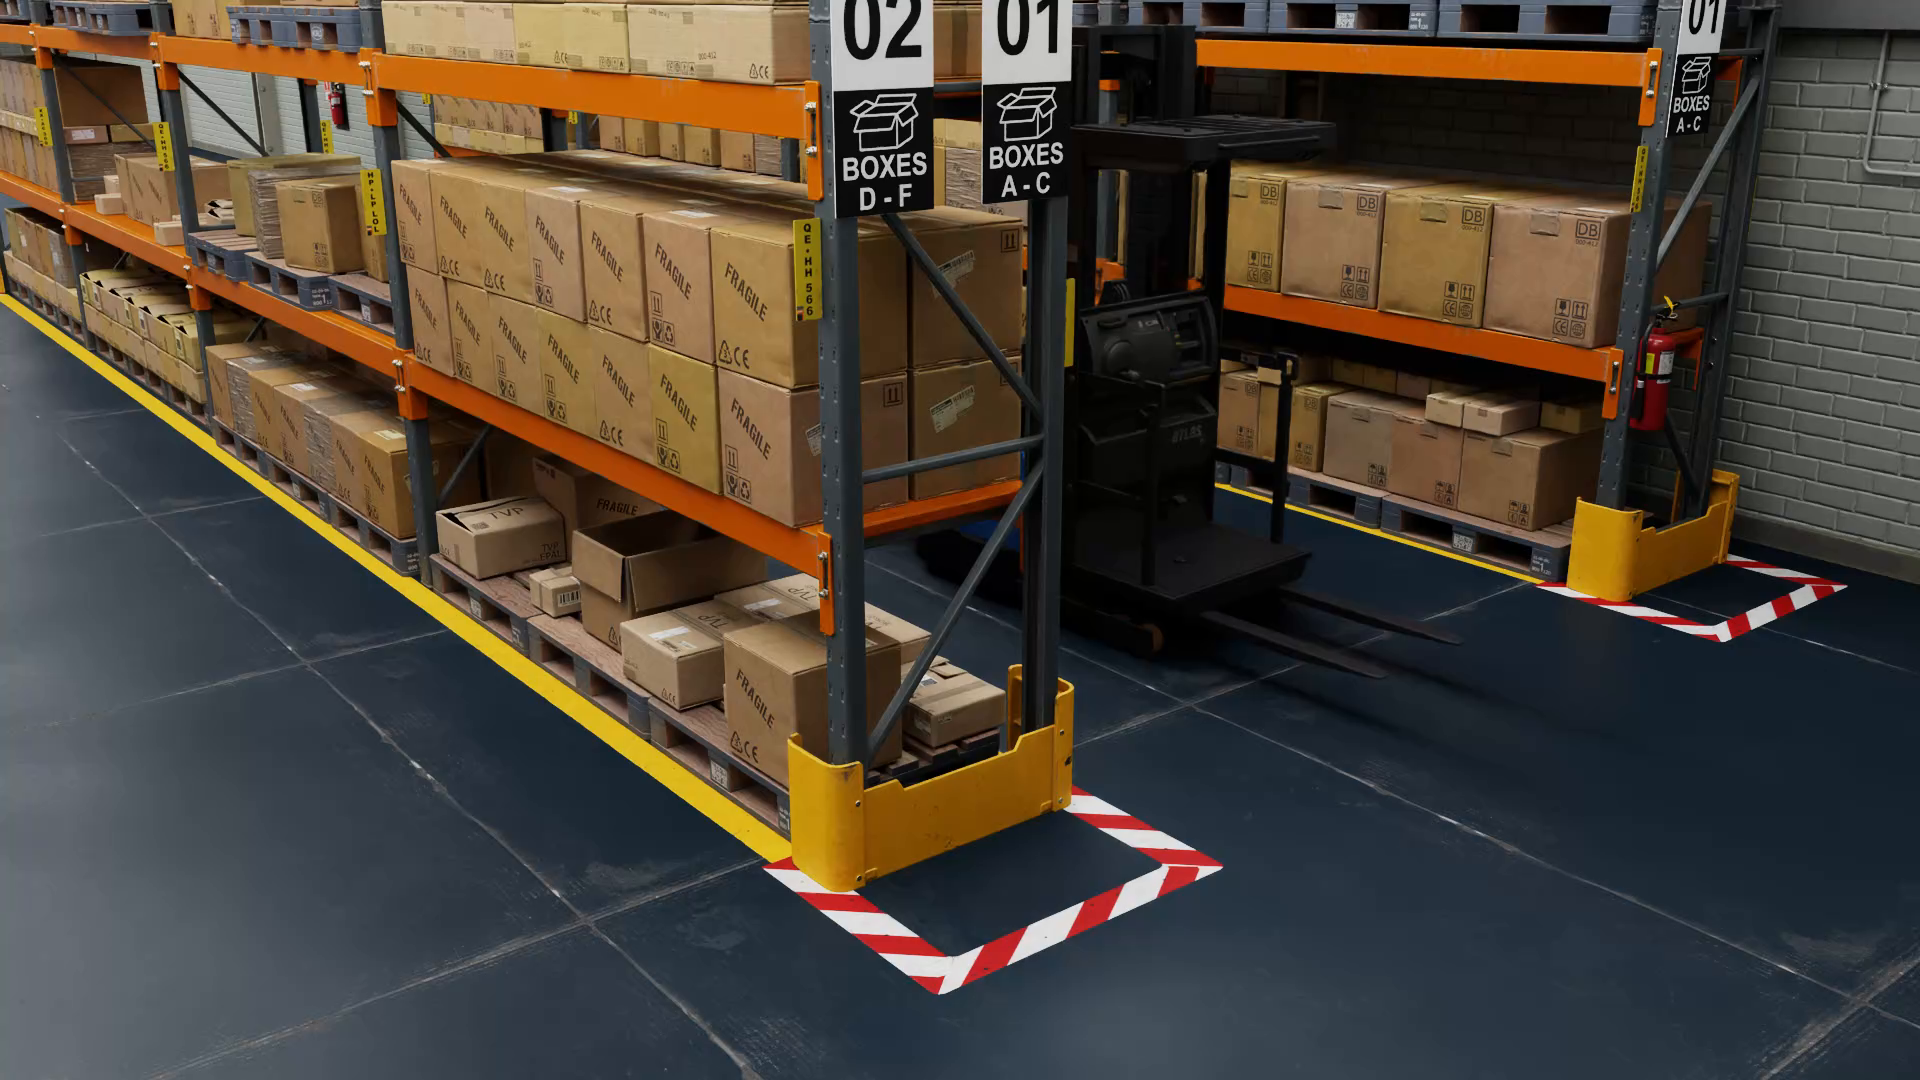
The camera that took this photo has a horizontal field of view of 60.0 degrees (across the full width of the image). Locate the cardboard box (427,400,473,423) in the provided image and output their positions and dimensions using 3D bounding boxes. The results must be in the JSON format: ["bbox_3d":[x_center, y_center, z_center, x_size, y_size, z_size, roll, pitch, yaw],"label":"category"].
[{"bbox_3d":[-2.977,-0.582,10.125,0.500,0.500,0.500,-14,23,-35],"label":"cardboard box"}]

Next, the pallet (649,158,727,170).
[{"bbox_3d":[-2.391,-3.606,16.285,1.003,0.211,1.213,-14,23,-36],"label":"pallet"}]

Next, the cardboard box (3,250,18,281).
[{"bbox_3d":[-9.820,-2.939,17.673,0.500,0.250,0.500,-14,23,-36],"label":"cardboard box"}]

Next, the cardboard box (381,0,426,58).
[{"bbox_3d":[-2.420,-2.448,7.951,0.500,0.250,0.500,-14,23,-36],"label":"cardboard box"}]

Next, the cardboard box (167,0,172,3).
[{"bbox_3d":[-5.337,-3.902,11.674,0.500,0.250,0.500,-16,24,-40],"label":"cardboard box"}]

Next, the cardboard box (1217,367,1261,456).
[{"bbox_3d":[2.047,-0.915,11.164,0.700,0.500,0.500,-14,23,-37],"label":"cardboard box"}]

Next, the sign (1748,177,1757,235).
[{"bbox_3d":[4.276,-1.801,9.027,0.100,0.325,0.005,-14,23,-36],"label":"sign"}]

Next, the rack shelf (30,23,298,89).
[{"bbox_3d":[-6.253,-3.825,13.014,1.077,0.370,4.000,-14,23,-36],"label":"rack shelf"}]

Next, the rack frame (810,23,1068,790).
[{"bbox_3d":[-0.044,-0.278,5.930,1.000,3.000,0.127,-14,23,-36],"label":"rack frame"}]

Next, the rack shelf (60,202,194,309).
[{"bbox_3d":[-6.253,-2.401,13.485,1.077,0.370,4.000,-14,23,-36],"label":"rack shelf"}]

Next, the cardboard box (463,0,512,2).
[{"bbox_3d":[-1.807,-2.437,7.122,0.500,0.250,0.500,-14,23,-36],"label":"cardboard box"}]

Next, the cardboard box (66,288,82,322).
[{"bbox_3d":[-7.954,-2.201,15.443,0.500,0.250,0.500,-14,23,-36],"label":"cardboard box"}]

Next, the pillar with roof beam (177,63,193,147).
[{"bbox_3d":[-19.535,-11.628,30.663,9.100,9.000,0.400,-14,23,-36],"label":"pillar with roof beam"}]

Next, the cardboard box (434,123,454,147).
[{"bbox_3d":[-6.043,-4.944,20.230,0.500,0.250,0.500,-15,23,-38],"label":"cardboard box"}]

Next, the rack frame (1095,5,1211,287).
[{"bbox_3d":[1.353,-2.231,11.830,1.000,3.000,0.127,-14,23,-36],"label":"rack frame"}]

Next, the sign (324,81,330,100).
[{"bbox_3d":[-10.477,-7.453,27.542,0.001,0.329,0.234,-14,23,-36],"label":"sign"}]

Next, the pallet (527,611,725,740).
[{"bbox_3d":[-1.340,0.530,7.925,1.003,0.211,1.213,-14,23,-36],"label":"pallet"}]

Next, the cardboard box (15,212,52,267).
[{"bbox_3d":[-9.187,-3.052,16.820,0.500,0.500,0.500,-14,23,-36],"label":"cardboard box"}]

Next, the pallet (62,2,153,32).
[{"bbox_3d":[-6.199,-4.008,12.725,1.003,0.211,1.213,-13,22,-34],"label":"pallet"}]

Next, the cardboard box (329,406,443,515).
[{"bbox_3d":[-3.359,-0.475,9.802,0.500,0.500,0.500,-14,23,-36],"label":"cardboard box"}]

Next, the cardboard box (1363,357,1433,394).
[{"bbox_3d":[2.770,-1.040,10.507,0.380,0.149,0.250,-14,23,-36],"label":"cardboard box"}]

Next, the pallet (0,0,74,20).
[{"bbox_3d":[-8.045,-4.822,15.022,1.003,0.211,1.213,-14,23,-36],"label":"pallet"}]

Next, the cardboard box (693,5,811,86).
[{"bbox_3d":[-0.570,-1.706,5.709,0.500,0.250,0.500,-14,23,-36],"label":"cardboard box"}]

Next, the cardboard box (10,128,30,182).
[{"bbox_3d":[-9.065,-3.899,16.705,0.700,0.500,0.500,-14,23,-36],"label":"cardboard box"}]

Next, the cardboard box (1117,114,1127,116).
[{"bbox_3d":[0.942,-3.077,12.527,0.500,0.250,0.500,-14,23,-35],"label":"cardboard box"}]

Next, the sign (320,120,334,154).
[{"bbox_3d":[-4.592,-2.870,12.041,0.100,0.325,0.005,-14,23,-36],"label":"sign"}]

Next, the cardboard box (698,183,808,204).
[{"bbox_3d":[-0.750,-1.213,7.003,0.500,0.500,0.500,-14,23,-35],"label":"cardboard box"}]

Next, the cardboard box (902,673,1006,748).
[{"bbox_3d":[-0.035,0.696,6.824,0.380,0.149,0.250,-14,23,-36],"label":"cardboard box"}]

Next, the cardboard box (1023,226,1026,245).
[{"bbox_3d":[0.621,-2.280,12.344,0.380,0.149,0.250,-13,22,-34],"label":"cardboard box"}]

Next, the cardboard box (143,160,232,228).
[{"bbox_3d":[-6.066,-2.707,13.107,0.500,0.500,0.500,-16,24,-39],"label":"cardboard box"}]

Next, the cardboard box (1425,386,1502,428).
[{"bbox_3d":[2.942,-0.778,9.718,0.380,0.149,0.250,-13,22,-35],"label":"cardboard box"}]

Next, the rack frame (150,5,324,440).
[{"bbox_3d":[-5.011,-2.249,11.884,1.000,3.000,0.127,-14,23,-36],"label":"rack frame"}]

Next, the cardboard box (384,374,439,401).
[{"bbox_3d":[-3.258,-1.055,10.361,0.500,0.250,0.500,-14,23,-36],"label":"cardboard box"}]

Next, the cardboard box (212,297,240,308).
[{"bbox_3d":[-5.754,-1.850,13.491,0.500,0.311,0.500,-15,23,-38],"label":"cardboard box"}]

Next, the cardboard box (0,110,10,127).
[{"bbox_3d":[-9.429,-4.248,16.730,0.380,0.149,0.250,-14,23,-37],"label":"cardboard box"}]

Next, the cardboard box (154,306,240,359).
[{"bbox_3d":[-5.857,-1.617,12.789,0.500,0.311,0.500,-14,23,-37],"label":"cardboard box"}]

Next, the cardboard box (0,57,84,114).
[{"bbox_3d":[-9.021,-4.501,16.460,0.700,0.500,0.500,-14,23,-36],"label":"cardboard box"}]

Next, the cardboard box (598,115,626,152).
[{"bbox_3d":[-3.325,-4.327,17.299,0.700,0.500,0.500,-14,23,-36],"label":"cardboard box"}]

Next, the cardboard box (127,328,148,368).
[{"bbox_3d":[-6.483,-1.602,13.636,0.500,0.250,0.500,-13,23,-35],"label":"cardboard box"}]

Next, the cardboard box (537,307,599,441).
[{"bbox_3d":[-1.479,-0.758,7.221,0.500,0.500,0.500,-14,23,-37],"label":"cardboard box"}]

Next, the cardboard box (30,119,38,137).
[{"bbox_3d":[-8.462,-3.867,15.577,0.380,0.149,0.250,-14,23,-36],"label":"cardboard box"}]

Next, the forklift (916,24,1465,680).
[{"bbox_3d":[1.103,-0.997,8.211,1.130,2.935,3.031,-15,24,-39],"label":"forklift"}]

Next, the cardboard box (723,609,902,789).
[{"bbox_3d":[-0.575,0.614,6.514,0.500,0.500,0.500,-14,23,-36],"label":"cardboard box"}]

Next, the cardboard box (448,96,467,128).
[{"bbox_3d":[-5.738,-5.183,19.756,0.500,0.500,0.500,-14,23,-36],"label":"cardboard box"}]

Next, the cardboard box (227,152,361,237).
[{"bbox_3d":[-4.532,-2.363,11.400,0.500,0.500,0.700,11,21,30],"label":"cardboard box"}]

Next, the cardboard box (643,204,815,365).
[{"bbox_3d":[-0.850,-0.981,6.302,0.500,0.500,0.500,-13,22,-35],"label":"cardboard box"}]

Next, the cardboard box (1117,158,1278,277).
[{"bbox_3d":[1.677,-2.237,11.369,0.980,0.700,0.700,-14,23,-35],"label":"cardboard box"}]

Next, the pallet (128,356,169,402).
[{"bbox_3d":[-6.245,-1.437,13.865,1.003,0.211,1.213,-14,23,-36],"label":"pallet"}]

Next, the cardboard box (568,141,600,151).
[{"bbox_3d":[-4.146,-4.199,17.977,0.500,0.250,0.500,-14,23,-36],"label":"cardboard box"}]
